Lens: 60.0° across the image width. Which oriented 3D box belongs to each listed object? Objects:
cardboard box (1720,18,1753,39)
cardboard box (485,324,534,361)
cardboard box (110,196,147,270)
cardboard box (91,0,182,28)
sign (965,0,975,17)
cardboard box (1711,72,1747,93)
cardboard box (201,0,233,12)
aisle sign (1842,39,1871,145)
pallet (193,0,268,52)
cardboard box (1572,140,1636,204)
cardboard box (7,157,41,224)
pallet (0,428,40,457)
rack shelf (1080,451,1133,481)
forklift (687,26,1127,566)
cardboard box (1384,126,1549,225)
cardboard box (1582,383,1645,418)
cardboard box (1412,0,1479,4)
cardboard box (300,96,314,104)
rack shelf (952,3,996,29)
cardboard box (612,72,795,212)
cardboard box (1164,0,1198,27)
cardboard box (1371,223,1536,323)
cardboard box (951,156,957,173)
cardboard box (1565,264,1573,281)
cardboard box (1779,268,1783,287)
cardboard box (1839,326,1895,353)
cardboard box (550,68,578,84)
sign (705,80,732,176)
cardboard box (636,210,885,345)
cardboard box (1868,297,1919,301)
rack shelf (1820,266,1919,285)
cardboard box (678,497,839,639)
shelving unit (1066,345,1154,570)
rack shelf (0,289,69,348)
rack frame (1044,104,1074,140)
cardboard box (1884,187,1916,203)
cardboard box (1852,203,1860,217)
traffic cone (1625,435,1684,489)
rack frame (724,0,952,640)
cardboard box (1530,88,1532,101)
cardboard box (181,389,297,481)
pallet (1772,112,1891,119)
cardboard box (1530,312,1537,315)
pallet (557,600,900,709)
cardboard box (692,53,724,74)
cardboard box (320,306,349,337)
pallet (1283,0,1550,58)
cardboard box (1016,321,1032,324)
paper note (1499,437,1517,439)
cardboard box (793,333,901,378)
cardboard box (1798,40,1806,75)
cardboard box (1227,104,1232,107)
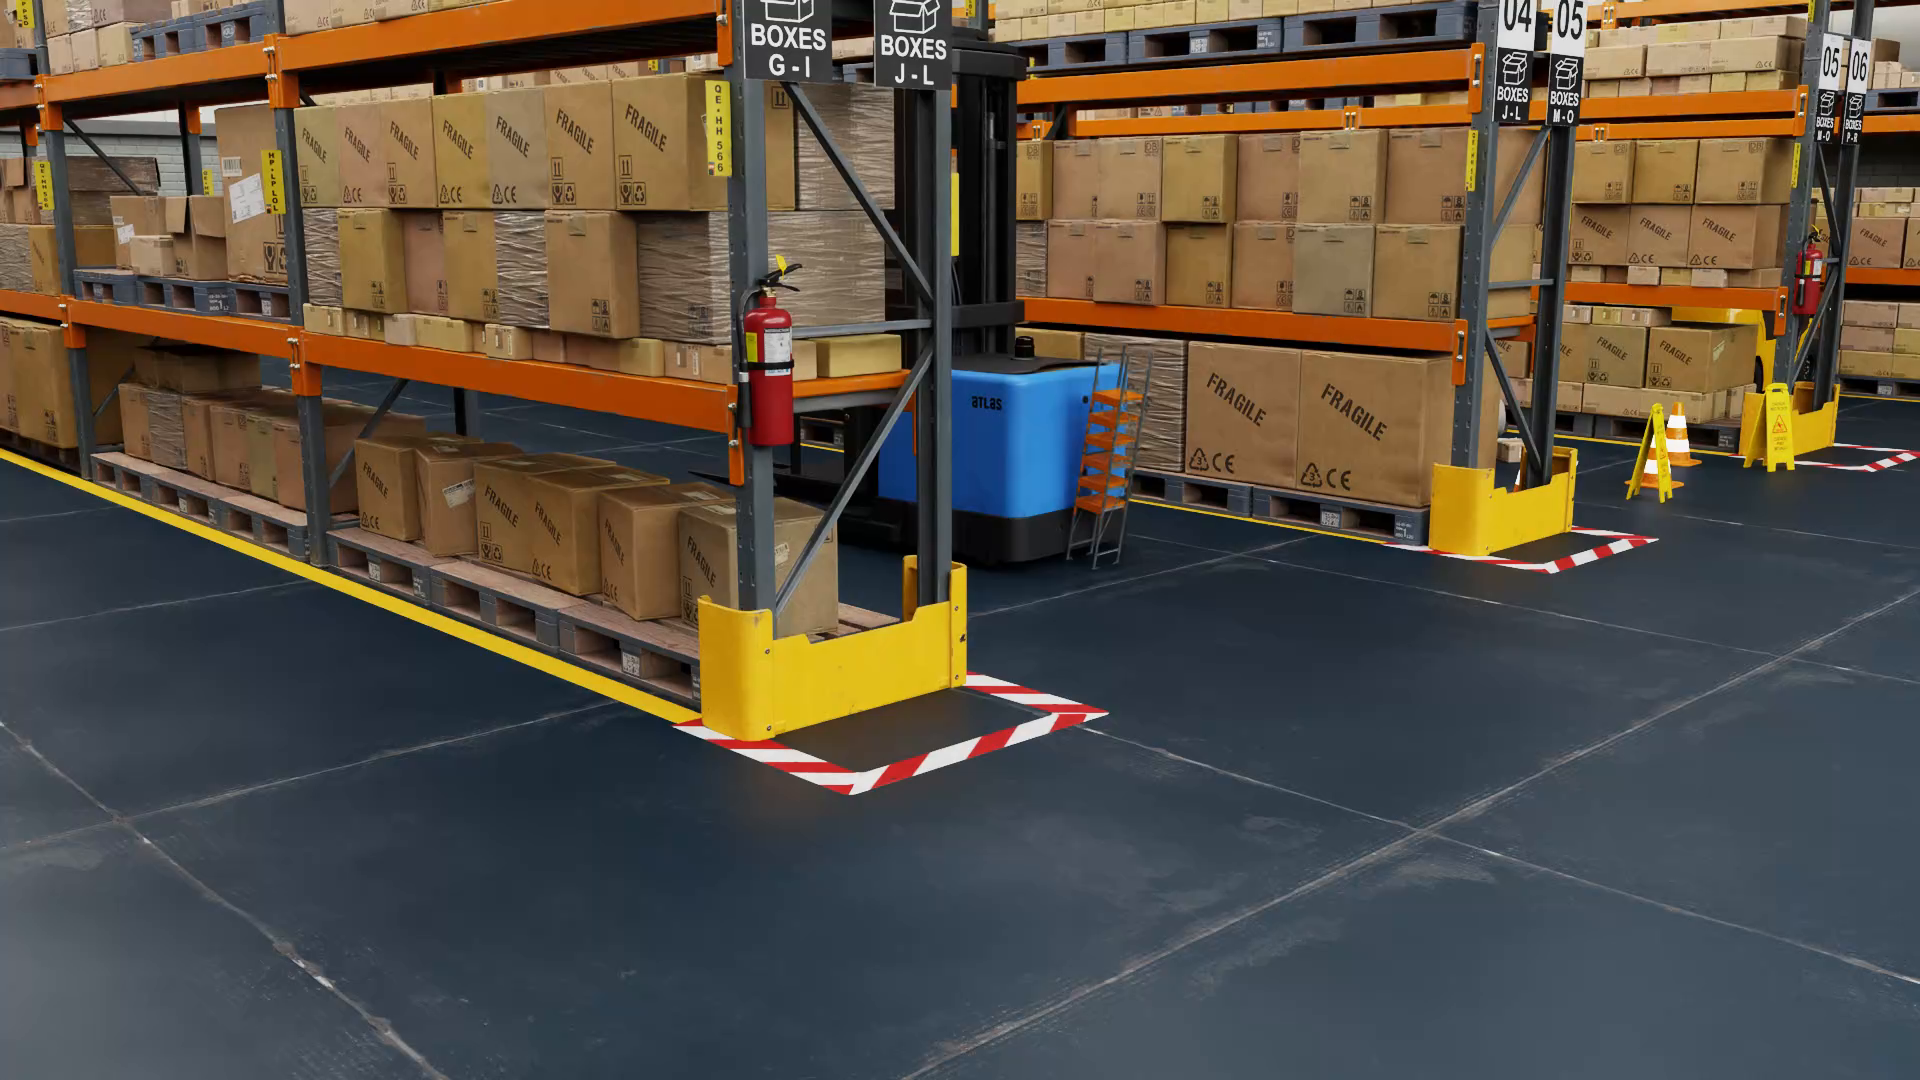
[{"bbox_3d":[6.135,-3.972,12.968,0.380,0.149,0.250,-11,16,-42],"label":"cardboard box"},{"bbox_3d":[-1.893,-0.897,7.453,0.380,0.149,0.250,-11,16,-43],"label":"cardboard box"},{"bbox_3d":[-5.558,-2.152,11.633,0.500,0.500,0.500,9,15,38],"label":"cardboard box"},{"bbox_3d":[-5.121,-3.482,10.458,0.500,0.500,0.500,11,16,44],"label":"cardboard box"},{"bbox_3d":[0.074,-3.862,11.730,0.100,0.325,0.005,-11,16,-43],"label":"sign"},{"bbox_3d":[6.088,-3.575,13.017,0.380,0.149,0.250,-11,16,-42],"label":"cardboard box"},{"bbox_3d":[-4.102,-3.332,9.919,0.797,0.503,0.637,-10,15,-40],"label":"cardboard box"},{"bbox_3d":[6.999,-3.491,12.980,0.394,0.787,0.004,-11,16,-43],"label":"aisle sign"},{"bbox_3d":[-3.547,-2.869,9.433,1.213,0.211,1.003,-11,16,-43],"label":"pallet"},{"bbox_3d":[5.451,-3.047,13.805,0.700,0.500,0.500,-11,16,-43],"label":"cardboard box"},{"bbox_3d":[-6.901,-2.715,12.922,0.797,0.503,0.637,-10,16,-41],"label":"cardboard box"},{"bbox_3d":[-7.288,-0.908,13.796,1.003,0.211,1.213,-11,16,-43],"label":"pallet"},{"bbox_3d":[0.808,-0.406,9.088,0.180,0.103,0.258,22,23,37],"label":"rack shelf"},{"bbox_3d":[-0.465,-1.520,10.027,3.031,2.935,1.130,10,16,41],"label":"forklift"},{"bbox_3d":[2.994,-2.141,9.822,0.875,0.550,0.550,-11,16,-43],"label":"cardboard box"},{"bbox_3d":[5.628,-1.200,14.075,0.500,0.250,0.500,-11,16,-42],"label":"cardboard box"},{"bbox_3d":[2.747,-3.081,9.334,0.380,0.149,0.250,-11,16,-43],"label":"cardboard box"},{"bbox_3d":[-7.705,-5.353,20.159,0.500,0.250,0.500,-11,16,-42],"label":"cardboard box"},{"bbox_3d":[-0.173,-6.033,19.668,1.077,0.370,4.000,-11,16,-43],"label":"rack shelf"},{"bbox_3d":[-0.994,-1.533,6.455,0.500,0.500,0.500,-11,16,-43],"label":"cardboard box"},{"bbox_3d":[1.516,-3.341,10.596,0.380,0.149,0.250,-11,16,-42],"label":"cardboard box"},{"bbox_3d":[2.933,-1.600,9.874,0.875,0.550,0.550,-11,16,-43],"label":"cardboard box"},{"bbox_3d":[0.113,-2.673,12.727,0.700,0.500,0.500,-11,16,-44],"label":"cardboard box"},{"bbox_3d":[5.278,-2.311,14.318,0.380,0.149,0.250,-11,16,-43],"label":"cardboard box"},{"bbox_3d":[6.648,-2.139,13.483,0.380,0.149,0.250,-11,16,-42],"label":"cardboard box"},{"bbox_3d":[9.419,-2.082,17.117,0.500,0.250,0.500,-11,16,-43],"label":"cardboard box"},{"bbox_3d":[-3.578,-4.357,15.946,0.500,0.500,0.500,-11,16,-43],"label":"cardboard box"},{"bbox_3d":[-0.850,-1.450,5.864,0.100,0.325,0.005,-11,16,-43],"label":"sign"},{"bbox_3d":[-0.795,-1.081,6.742,0.875,0.500,0.500,-11,16,-43],"label":"cardboard box"},{"bbox_3d":[9.777,-2.394,17.391,0.500,0.250,0.500,-11,16,-42],"label":"cardboard box"},{"bbox_3d":[8.939,-2.815,17.926,1.077,0.370,4.000,-11,16,-43],"label":"rack shelf"},{"bbox_3d":[-0.854,0.122,7.038,0.500,0.500,0.500,-7,14,-32],"label":"cardboard box"},{"bbox_3d":[0.814,-0.448,9.074,0.189,1.200,0.258,22,23,37],"label":"shelving unit"},{"bbox_3d":[-7.341,-1.910,13.530,1.077,0.370,4.000,-11,16,-43],"label":"rack shelf"},{"bbox_3d":[0.460,-2.063,12.491,1.000,3.000,0.127,-11,16,-43],"label":"rack frame"},{"bbox_3d":[9.527,-3.477,16.763,0.380,0.149,0.250,-10,16,-41],"label":"cardboard box"},{"bbox_3d":[9.163,-3.404,17.144,0.250,0.149,0.380,11,16,43],"label":"cardboard box"},{"bbox_3d":[4.934,-0.620,11.773,0.336,0.463,0.334,-11,16,-43],"label":"traffic cone"},{"bbox_3d":[-0.435,-0.803,6.374,1.000,3.000,0.127,-11,16,-43],"label":"rack frame"},{"bbox_3d":[4.835,-3.833,14.274,0.380,0.149,0.250,-11,16,-44],"label":"cardboard box"},{"bbox_3d":[-4.694,-0.705,11.007,0.700,0.500,0.500,-9,15,-38],"label":"cardboard box"},{"bbox_3d":[9.004,-4.587,17.526,1.003,0.211,1.213,-11,16,-43],"label":"pallet"},{"bbox_3d":[5.279,-1.796,15.112,0.500,0.500,0.500,-10,15,-40],"label":"cardboard box"},{"bbox_3d":[-1.023,0.428,7.309,1.003,0.211,1.213,-11,16,-43],"label":"pallet"},{"bbox_3d":[-1.962,-4.191,14.317,0.500,0.311,0.500,-11,16,-42],"label":"cardboard box"},{"bbox_3d":[-3.103,-1.152,8.691,0.380,0.149,0.250,-11,16,-43],"label":"cardboard box"},{"bbox_3d":[2.702,-3.012,9.882,1.003,0.211,1.213,-11,16,-43],"label":"pallet"},{"bbox_3d":[0.791,-2.629,19.461,0.875,0.875,0.875,-11,16,-43],"label":"cardboard box"},{"bbox_3d":[4.592,-0.850,13.962,0.148,0.019,0.142,6,13,26],"label":"paper note"},{"bbox_3d":[-0.459,-0.754,6.762,0.380,0.149,0.250,-11,16,-43],"label":"cardboard box"},{"bbox_3d":[6.578,-3.836,13.296,0.500,0.250,0.500,-11,16,-44],"label":"cardboard box"},{"bbox_3d":[3.624,-5.942,22.532,0.380,0.149,0.250,-11,16,-44],"label":"cardboard box"}]
